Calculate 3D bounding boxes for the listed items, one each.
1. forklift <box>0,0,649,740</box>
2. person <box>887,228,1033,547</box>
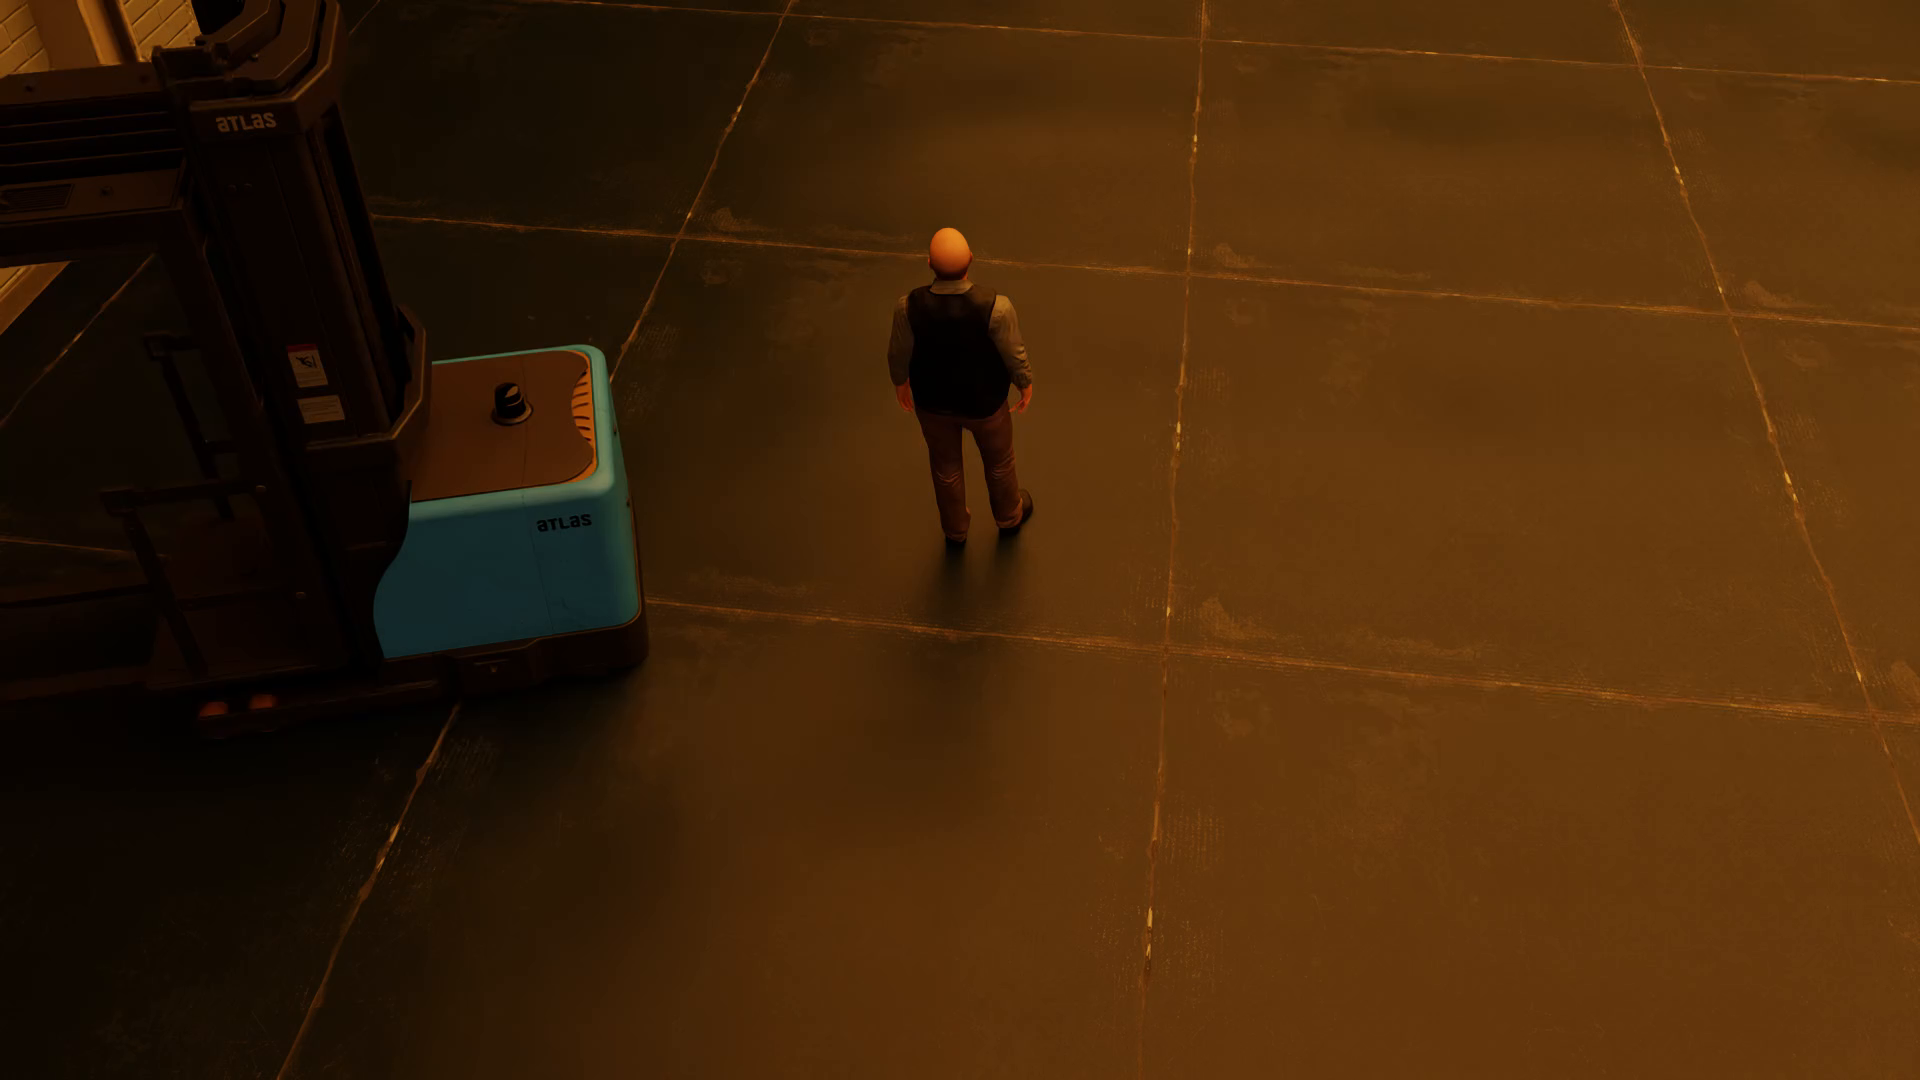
[{"bbox_3d":[-2.931,-0.634,6.415,3.031,2.935,1.130,-8,43,-9],"label":"forklift"},{"bbox_3d":[0.017,-0.680,7.348,0.632,1.720,0.568,5,43,6],"label":"person"}]
